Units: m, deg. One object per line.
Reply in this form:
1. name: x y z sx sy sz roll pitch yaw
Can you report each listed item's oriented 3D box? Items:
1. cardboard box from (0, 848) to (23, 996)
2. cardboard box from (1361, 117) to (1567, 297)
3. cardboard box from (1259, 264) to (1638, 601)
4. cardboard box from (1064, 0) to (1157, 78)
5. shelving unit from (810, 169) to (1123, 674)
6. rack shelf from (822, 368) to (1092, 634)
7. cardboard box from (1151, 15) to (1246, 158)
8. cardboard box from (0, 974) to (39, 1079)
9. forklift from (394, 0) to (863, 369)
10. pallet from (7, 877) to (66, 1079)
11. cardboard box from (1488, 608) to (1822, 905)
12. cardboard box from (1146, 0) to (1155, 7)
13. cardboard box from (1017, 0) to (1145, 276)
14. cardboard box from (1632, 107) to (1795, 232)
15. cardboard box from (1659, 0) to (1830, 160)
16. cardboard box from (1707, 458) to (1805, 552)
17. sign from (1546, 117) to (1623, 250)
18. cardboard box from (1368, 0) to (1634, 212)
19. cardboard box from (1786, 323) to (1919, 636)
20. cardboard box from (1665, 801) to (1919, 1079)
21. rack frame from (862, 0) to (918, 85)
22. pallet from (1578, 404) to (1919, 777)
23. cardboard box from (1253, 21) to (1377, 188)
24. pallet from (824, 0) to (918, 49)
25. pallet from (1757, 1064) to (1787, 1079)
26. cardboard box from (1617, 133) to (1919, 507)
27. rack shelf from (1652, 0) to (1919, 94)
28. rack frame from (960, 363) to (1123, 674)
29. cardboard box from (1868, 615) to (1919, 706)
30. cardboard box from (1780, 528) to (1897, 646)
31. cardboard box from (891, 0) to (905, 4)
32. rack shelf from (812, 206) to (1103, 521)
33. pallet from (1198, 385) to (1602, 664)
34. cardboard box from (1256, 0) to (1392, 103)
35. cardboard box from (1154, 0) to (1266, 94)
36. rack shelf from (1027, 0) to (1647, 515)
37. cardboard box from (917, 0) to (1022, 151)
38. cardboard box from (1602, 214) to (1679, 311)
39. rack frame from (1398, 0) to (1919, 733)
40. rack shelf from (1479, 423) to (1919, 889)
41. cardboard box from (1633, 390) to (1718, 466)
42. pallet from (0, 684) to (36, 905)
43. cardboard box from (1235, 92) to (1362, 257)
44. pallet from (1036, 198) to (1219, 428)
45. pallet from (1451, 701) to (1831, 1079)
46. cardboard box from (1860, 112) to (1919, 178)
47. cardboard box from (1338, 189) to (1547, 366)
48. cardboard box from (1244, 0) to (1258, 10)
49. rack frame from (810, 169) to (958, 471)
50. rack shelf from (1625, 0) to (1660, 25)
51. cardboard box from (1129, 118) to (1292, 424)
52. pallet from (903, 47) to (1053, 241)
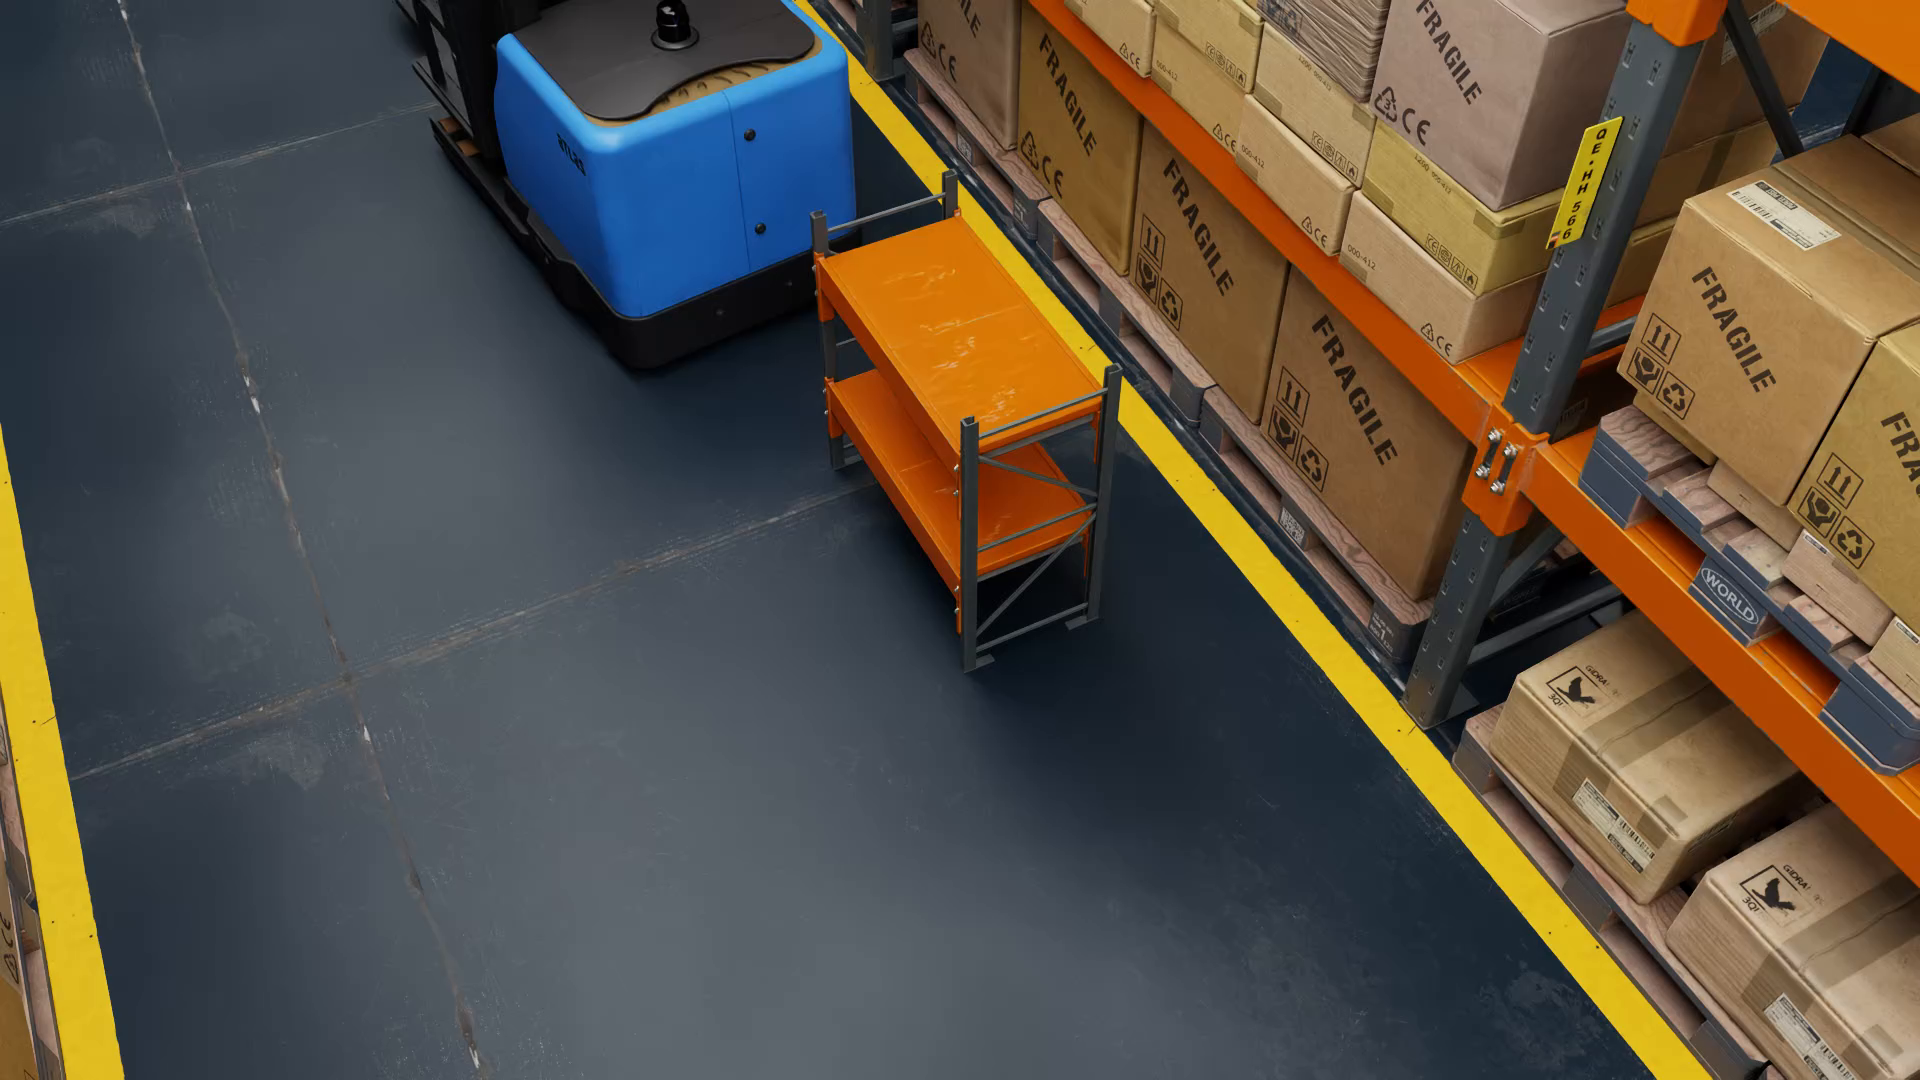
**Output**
1. cardboard box: -2.817 0.965 4.295 0.500 0.500 0.500 -21 52 -17
2. cardboard box: 1.421 -0.947 4.353 0.500 0.250 0.500 -21 52 -18
3. cardboard box: 1.626 -0.525 5.349 0.875 0.875 0.875 -22 52 -18
4. cardboard box: 0.684 -1.806 5.436 0.500 0.250 0.500 -22 52 -18
5. shelving unit: -0.003 -0.375 5.331 0.538 1.125 1.048 -21 52 -18
6. rack shelf: -0.003 -0.214 5.515 0.538 0.278 1.000 -21 52 -18
7. cardboard box: 0.942 -1.474 5.146 0.500 0.250 0.500 -22 52 -18
8. cardboard box: -2.583 1.300 4.001 0.500 0.500 0.500 -23 53 -19
9. forklift: -1.618 -2.692 6.158 1.130 2.935 3.031 -27 54 -22
10. pallet: -2.843 1.572 4.235 1.003 0.211 1.213 -21 52 -18
11. cardboard box: 2.118 0.513 4.775 0.950 0.372 0.625 -24 53 -20
12. cardboard box: 0.693 -1.972 5.250 0.500 0.250 0.500 -23 53 -19
13. cardboard box: 0.813 -1.722 6.396 0.875 0.875 0.875 -20 52 -16
14. cardboard box: 1.856 -1.135 4.517 0.500 0.250 0.500 -22 52 -18
15. cardboard box: 1.860 -1.372 4.227 0.500 0.500 0.500 -23 53 -19
16. cardboard box: 1.951 -0.169 3.793 0.380 0.149 0.250 -24 53 -20
17. sign: 1.377 -0.783 3.673 0.100 0.325 0.005 -21 52 -18
18. cardboard box: 1.399 -1.214 4.088 0.500 0.500 0.500 -22 53 -18
19. cardboard box: 2.113 -0.137 3.334 0.500 0.500 0.500 -19 51 -16
20. cardboard box: 2.463 1.004 4.346 0.950 0.372 0.625 -22 52 -18
21. rack frame: 0.038 -3.273 6.620 1.000 3.000 0.127 -21 52 -18
22. pallet: 2.289 -0.092 3.965 1.213 0.211 1.003 -21 52 -18
23. cardboard box: 1.183 -1.289 4.652 0.500 0.250 0.500 -22 53 -18
24. pallet: -0.240 -2.891 8.138 1.003 0.211 1.213 -21 52 -18
25. pallet: 2.779 1.661 4.157 1.003 0.211 1.213 -21 52 -18
26. cardboard box: 1.869 -0.484 3.637 0.500 0.500 0.500 -23 53 -19
27. rack shelf: 2.784 -0.008 2.249 1.077 0.370 4.000 -21 52 -18
28. rack frame: 0.230 -0.035 5.033 0.500 1.125 0.032 -21 52 -18
29. cardboard box: 2.143 0.221 3.451 0.380 0.149 0.250 -21 52 -17
30. cardboard box: 2.036 0.030 3.619 0.380 0.149 0.250 -24 53 -20
31. cardboard box: -0.154 -3.025 7.826 0.875 0.438 0.875 -22 52 -18
32. rack shelf: -0.003 -0.568 5.110 0.538 0.278 1.000 -21 52 -18
33. pallet: 1.575 -0.231 5.812 1.003 0.211 1.213 -21 52 -18
34. cardboard box: 1.157 -1.554 4.386 0.500 0.500 0.500 -20 52 -17
35. cardboard box: 0.931 -1.625 4.946 0.500 0.250 0.500 -22 53 -18
36. rack shelf: 0.953 -1.697 5.720 1.077 0.370 4.000 -21 52 -18
37. cardboard box: 0.393 -2.324 6.922 0.875 0.875 0.875 -20 52 -16
38. cardboard box: 1.868 -0.960 4.697 0.500 0.250 0.500 -22 52 -18
39. rack frame: 1.869 -0.596 4.278 1.000 3.000 0.127 -21 52 -18
40. rack shelf: 2.784 0.980 3.378 1.077 0.370 4.000 -21 52 -18
41. cardboard box: 1.852 -0.370 3.968 0.380 0.149 0.250 -24 53 -20
42. pallet: -3.397 0.756 4.948 1.003 0.211 1.213 -21 52 -18
43. cardboard box: 1.159 -1.132 4.847 0.500 0.250 0.500 -20 52 -17
44. pallet: 1.021 -1.047 6.525 1.003 0.211 1.213 -21 52 -18
45. pallet: 2.225 0.846 4.870 1.003 0.211 1.213 -21 52 -18
46. cardboard box: 2.324 -0.656 3.788 0.500 0.500 0.500 -23 53 -19
47. cardboard box: 1.406 -0.795 4.552 0.500 0.250 0.500 -23 53 -19
48. cardboard box: 0.936 -1.889 4.679 0.500 0.500 0.500 -21 52 -17
49. rack frame: -0.236 -0.715 5.628 0.500 1.125 0.032 -21 52 -18
50. rack shelf: 0.953 -2.685 4.591 1.077 0.370 4.000 -21 52 -18
51. cardboard box: 1.222 -1.124 5.873 0.875 0.875 0.875 -21 52 -17
52. pallet: 0.458 -1.864 7.240 1.003 0.211 1.213 -21 52 -18
